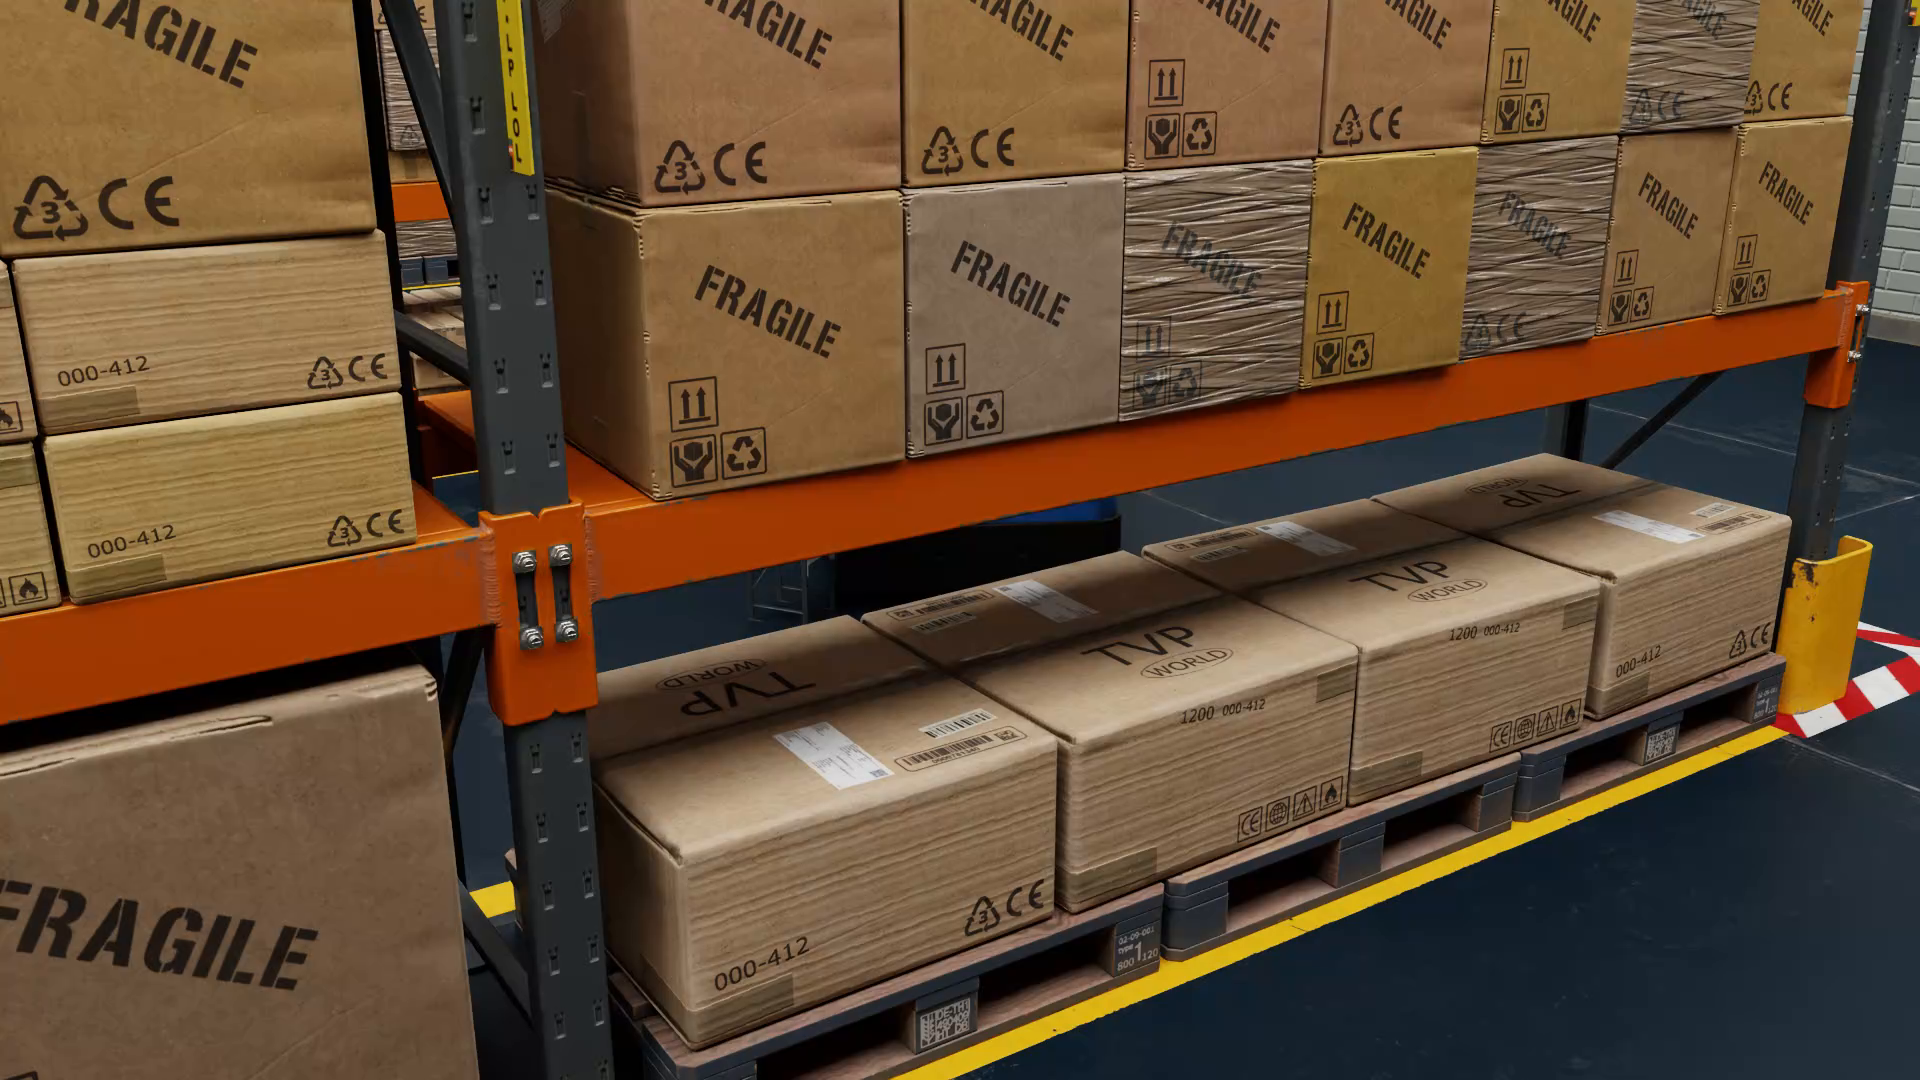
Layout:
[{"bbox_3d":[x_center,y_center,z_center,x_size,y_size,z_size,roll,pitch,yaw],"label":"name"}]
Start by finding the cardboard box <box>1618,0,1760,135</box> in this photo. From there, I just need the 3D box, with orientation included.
[{"bbox_3d":[1.670,-1.326,4.267,0.500,0.500,0.500,-12,22,-31],"label":"cardboard box"}]

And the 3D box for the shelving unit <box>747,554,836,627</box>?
[{"bbox_3d":[-0.598,-0.157,5.803,0.258,0.900,0.210,8,20,22],"label":"shelving unit"}]

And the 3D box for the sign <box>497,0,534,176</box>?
[{"bbox_3d":[-0.672,-0.717,2.498,0.005,0.325,0.100,-12,22,-31],"label":"sign"}]

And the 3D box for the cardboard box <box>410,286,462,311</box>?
[{"bbox_3d":[-2.582,-1.168,8.381,0.250,0.149,0.380,-13,23,-33],"label":"cardboard box"}]

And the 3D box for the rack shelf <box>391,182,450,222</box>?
[{"bbox_3d":[-2.115,-1.667,8.116,4.000,0.370,1.077,-12,22,-31],"label":"rack shelf"}]

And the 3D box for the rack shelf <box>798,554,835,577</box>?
[{"bbox_3d":[-0.598,0.045,5.871,0.258,0.077,0.200,8,20,22],"label":"rack shelf"}]

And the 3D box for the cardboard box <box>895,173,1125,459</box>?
[{"bbox_3d":[-0.020,-0.497,3.375,0.500,0.500,0.500,-12,22,-31],"label":"cardboard box"}]

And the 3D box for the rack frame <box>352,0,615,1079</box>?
[{"bbox_3d":[-0.978,-0.349,3.095,0.127,3.000,1.000,-12,22,-31],"label":"rack frame"}]

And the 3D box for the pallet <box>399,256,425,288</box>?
[{"bbox_3d":[-4.731,-2.008,12.356,1.213,0.211,1.003,-12,22,-31],"label":"pallet"}]

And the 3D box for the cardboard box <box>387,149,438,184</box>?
[{"bbox_3d":[-2.523,-1.699,7.478,0.250,0.149,0.380,-11,22,-30],"label":"cardboard box"}]

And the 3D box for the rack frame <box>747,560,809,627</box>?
[{"bbox_3d":[-0.639,-0.127,5.715,0.240,0.900,0.006,8,20,22],"label":"rack frame"}]

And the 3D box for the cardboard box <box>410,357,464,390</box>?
[{"bbox_3d":[-2.491,-0.833,7.857,0.250,0.149,0.380,-11,21,-29],"label":"cardboard box"}]

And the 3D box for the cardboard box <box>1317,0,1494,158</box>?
[{"bbox_3d":[0.834,-1.152,3.752,0.500,0.500,0.500,-12,22,-32],"label":"cardboard box"}]

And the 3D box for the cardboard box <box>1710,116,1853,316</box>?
[{"bbox_3d":[2.105,-0.946,4.702,0.500,0.500,0.500,-12,22,-31],"label":"cardboard box"}]

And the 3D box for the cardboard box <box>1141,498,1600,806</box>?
[{"bbox_3d":[1.106,0.267,4.615,0.875,0.438,0.875,-11,22,-30],"label":"cardboard box"}]

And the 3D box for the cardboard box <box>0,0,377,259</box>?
[{"bbox_3d":[-1.213,-0.725,2.487,0.500,0.500,0.500,-11,22,-30],"label":"cardboard box"}]

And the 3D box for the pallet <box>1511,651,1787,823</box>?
[{"bbox_3d":[1.738,0.429,5.147,1.213,0.211,1.003,-12,22,-31],"label":"pallet"}]

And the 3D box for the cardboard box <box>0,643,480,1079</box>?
[{"bbox_3d":[-1.452,0.589,2.981,0.875,0.875,0.875,-11,22,-30],"label":"cardboard box"}]

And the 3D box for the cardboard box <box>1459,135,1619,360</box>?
[{"bbox_3d":[1.253,-0.768,4.177,0.500,0.500,0.500,-11,22,-30],"label":"cardboard box"}]

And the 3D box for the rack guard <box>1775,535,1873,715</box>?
[{"bbox_3d":[2.382,0.126,5.592,0.348,0.500,1.175,-12,22,-31],"label":"rack guard"}]

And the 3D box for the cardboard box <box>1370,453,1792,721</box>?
[{"bbox_3d":[1.866,0.104,5.099,0.875,0.438,0.875,-13,23,-33],"label":"cardboard box"}]

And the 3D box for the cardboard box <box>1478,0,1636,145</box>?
[{"bbox_3d":[1.255,-1.240,4.012,0.500,0.500,0.500,-12,22,-32],"label":"cardboard box"}]

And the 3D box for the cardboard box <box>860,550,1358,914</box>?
[{"bbox_3d":[0.352,0.426,4.147,0.875,0.438,0.875,-13,22,-33],"label":"cardboard box"}]

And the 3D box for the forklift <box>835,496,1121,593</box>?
[{"bbox_3d":[-0.096,-1.628,6.983,1.130,2.935,3.031,-2,19,-6],"label":"forklift"}]

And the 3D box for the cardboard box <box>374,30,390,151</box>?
[{"bbox_3d":[-2.824,-1.953,7.217,0.500,0.500,0.500,-12,22,-31],"label":"cardboard box"}]

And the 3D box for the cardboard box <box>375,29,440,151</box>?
[{"bbox_3d":[-2.383,-2.032,7.451,0.500,0.500,0.500,-12,22,-33],"label":"cardboard box"}]

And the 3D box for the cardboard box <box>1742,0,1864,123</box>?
[{"bbox_3d":[2.091,-1.426,4.563,0.500,0.500,0.500,-11,22,-30],"label":"cardboard box"}]

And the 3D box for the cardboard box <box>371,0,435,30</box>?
[{"bbox_3d":[-2.412,-2.508,7.297,0.500,0.500,0.500,-11,22,-31],"label":"cardboard box"}]

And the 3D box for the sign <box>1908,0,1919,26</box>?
[{"bbox_3d":[2.649,-1.567,4.519,0.005,0.325,0.100,-12,22,-31],"label":"sign"}]

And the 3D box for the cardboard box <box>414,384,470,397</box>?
[{"bbox_3d":[-2.513,-0.702,7.932,0.250,0.149,0.380,-13,23,-34],"label":"cardboard box"}]

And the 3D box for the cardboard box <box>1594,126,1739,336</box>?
[{"bbox_3d":[1.678,-0.861,4.452,0.500,0.500,0.500,-12,22,-33],"label":"cardboard box"}]

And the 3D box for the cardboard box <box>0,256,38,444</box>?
[{"bbox_3d":[-1.626,-0.282,2.350,0.500,0.250,0.500,-11,22,-30],"label":"cardboard box"}]

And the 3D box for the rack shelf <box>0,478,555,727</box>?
[{"bbox_3d":[-2.649,0.344,2.168,4.000,0.370,1.077,-12,22,-31],"label":"rack shelf"}]

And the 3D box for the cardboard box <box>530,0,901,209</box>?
[{"bbox_3d":[-0.448,-0.890,2.975,0.500,0.500,0.500,-12,22,-31],"label":"cardboard box"}]

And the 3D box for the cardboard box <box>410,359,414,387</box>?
[{"bbox_3d":[-2.734,-0.791,7.732,0.250,0.149,0.380,-13,23,-34],"label":"cardboard box"}]

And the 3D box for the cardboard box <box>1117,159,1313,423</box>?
[{"bbox_3d":[0.399,-0.583,3.629,0.500,0.500,0.500,-12,22,-31],"label":"cardboard box"}]

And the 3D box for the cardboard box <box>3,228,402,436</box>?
[{"bbox_3d":[-1.213,-0.372,2.617,0.500,0.250,0.500,-12,22,-31],"label":"cardboard box"}]

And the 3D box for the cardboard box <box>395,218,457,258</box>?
[{"bbox_3d":[-4.339,-2.603,12.422,0.875,0.875,0.875,-12,22,-31],"label":"cardboard box"}]

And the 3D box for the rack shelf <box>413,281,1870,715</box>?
[{"bbox_3d":[0.692,-0.361,4.252,4.000,0.370,1.077,-12,22,-31],"label":"rack shelf"}]

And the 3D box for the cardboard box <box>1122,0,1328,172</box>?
[{"bbox_3d":[0.412,-1.064,3.491,0.500,0.500,0.500,-11,22,-30],"label":"cardboard box"}]

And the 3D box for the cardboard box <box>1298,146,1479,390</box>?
[{"bbox_3d":[0.829,-0.674,3.897,0.500,0.500,0.500,-11,22,-30],"label":"cardboard box"}]

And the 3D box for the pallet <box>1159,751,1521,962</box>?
[{"bbox_3d":[0.720,0.642,4.515,1.213,0.211,1.003,-12,22,-31],"label":"pallet"}]

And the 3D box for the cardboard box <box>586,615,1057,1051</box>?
[{"bbox_3d":[-0.395,0.584,3.680,0.875,0.438,0.875,-12,22,-32],"label":"cardboard box"}]

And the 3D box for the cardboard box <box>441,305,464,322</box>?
[{"bbox_3d":[-2.292,-1.027,7.965,0.250,0.149,0.380,-13,23,-34],"label":"cardboard box"}]

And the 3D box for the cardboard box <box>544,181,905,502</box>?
[{"bbox_3d":[-0.442,-0.409,3.116,0.500,0.500,0.500,-11,22,-30],"label":"cardboard box"}]

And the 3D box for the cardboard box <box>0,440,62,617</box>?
[{"bbox_3d":[-1.640,-0.042,2.421,0.500,0.250,0.500,-12,22,-32],"label":"cardboard box"}]

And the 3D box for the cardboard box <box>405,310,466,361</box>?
[{"bbox_3d":[-2.474,-0.957,7.757,0.250,0.149,0.380,-11,22,-30],"label":"cardboard box"}]

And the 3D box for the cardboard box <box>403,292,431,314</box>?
[{"bbox_3d":[-2.801,-1.117,8.231,0.250,0.149,0.380,-13,23,-34],"label":"cardboard box"}]

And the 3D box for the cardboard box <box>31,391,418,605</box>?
[{"bbox_3d":[-1.214,-0.132,2.686,0.500,0.250,0.500,-13,22,-33],"label":"cardboard box"}]

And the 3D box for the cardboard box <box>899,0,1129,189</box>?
[{"bbox_3d":[-0.022,-0.977,3.233,0.500,0.500,0.500,-12,22,-32],"label":"cardboard box"}]

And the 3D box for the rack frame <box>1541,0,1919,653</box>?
[{"bbox_3d":[2.362,-1.054,5.179,0.127,3.000,1.000,-12,22,-31],"label":"rack frame"}]

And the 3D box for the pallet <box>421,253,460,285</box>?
[{"bbox_3d":[-3.713,-2.222,12.987,1.213,0.211,1.003,-12,22,-31],"label":"pallet"}]

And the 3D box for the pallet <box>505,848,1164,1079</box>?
[{"bbox_3d":[-0.300,0.859,3.876,1.213,0.211,1.003,-12,22,-31],"label":"pallet"}]

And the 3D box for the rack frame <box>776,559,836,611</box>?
[{"bbox_3d":[-0.557,-0.186,5.891,0.240,0.900,0.006,8,20,22],"label":"rack frame"}]
